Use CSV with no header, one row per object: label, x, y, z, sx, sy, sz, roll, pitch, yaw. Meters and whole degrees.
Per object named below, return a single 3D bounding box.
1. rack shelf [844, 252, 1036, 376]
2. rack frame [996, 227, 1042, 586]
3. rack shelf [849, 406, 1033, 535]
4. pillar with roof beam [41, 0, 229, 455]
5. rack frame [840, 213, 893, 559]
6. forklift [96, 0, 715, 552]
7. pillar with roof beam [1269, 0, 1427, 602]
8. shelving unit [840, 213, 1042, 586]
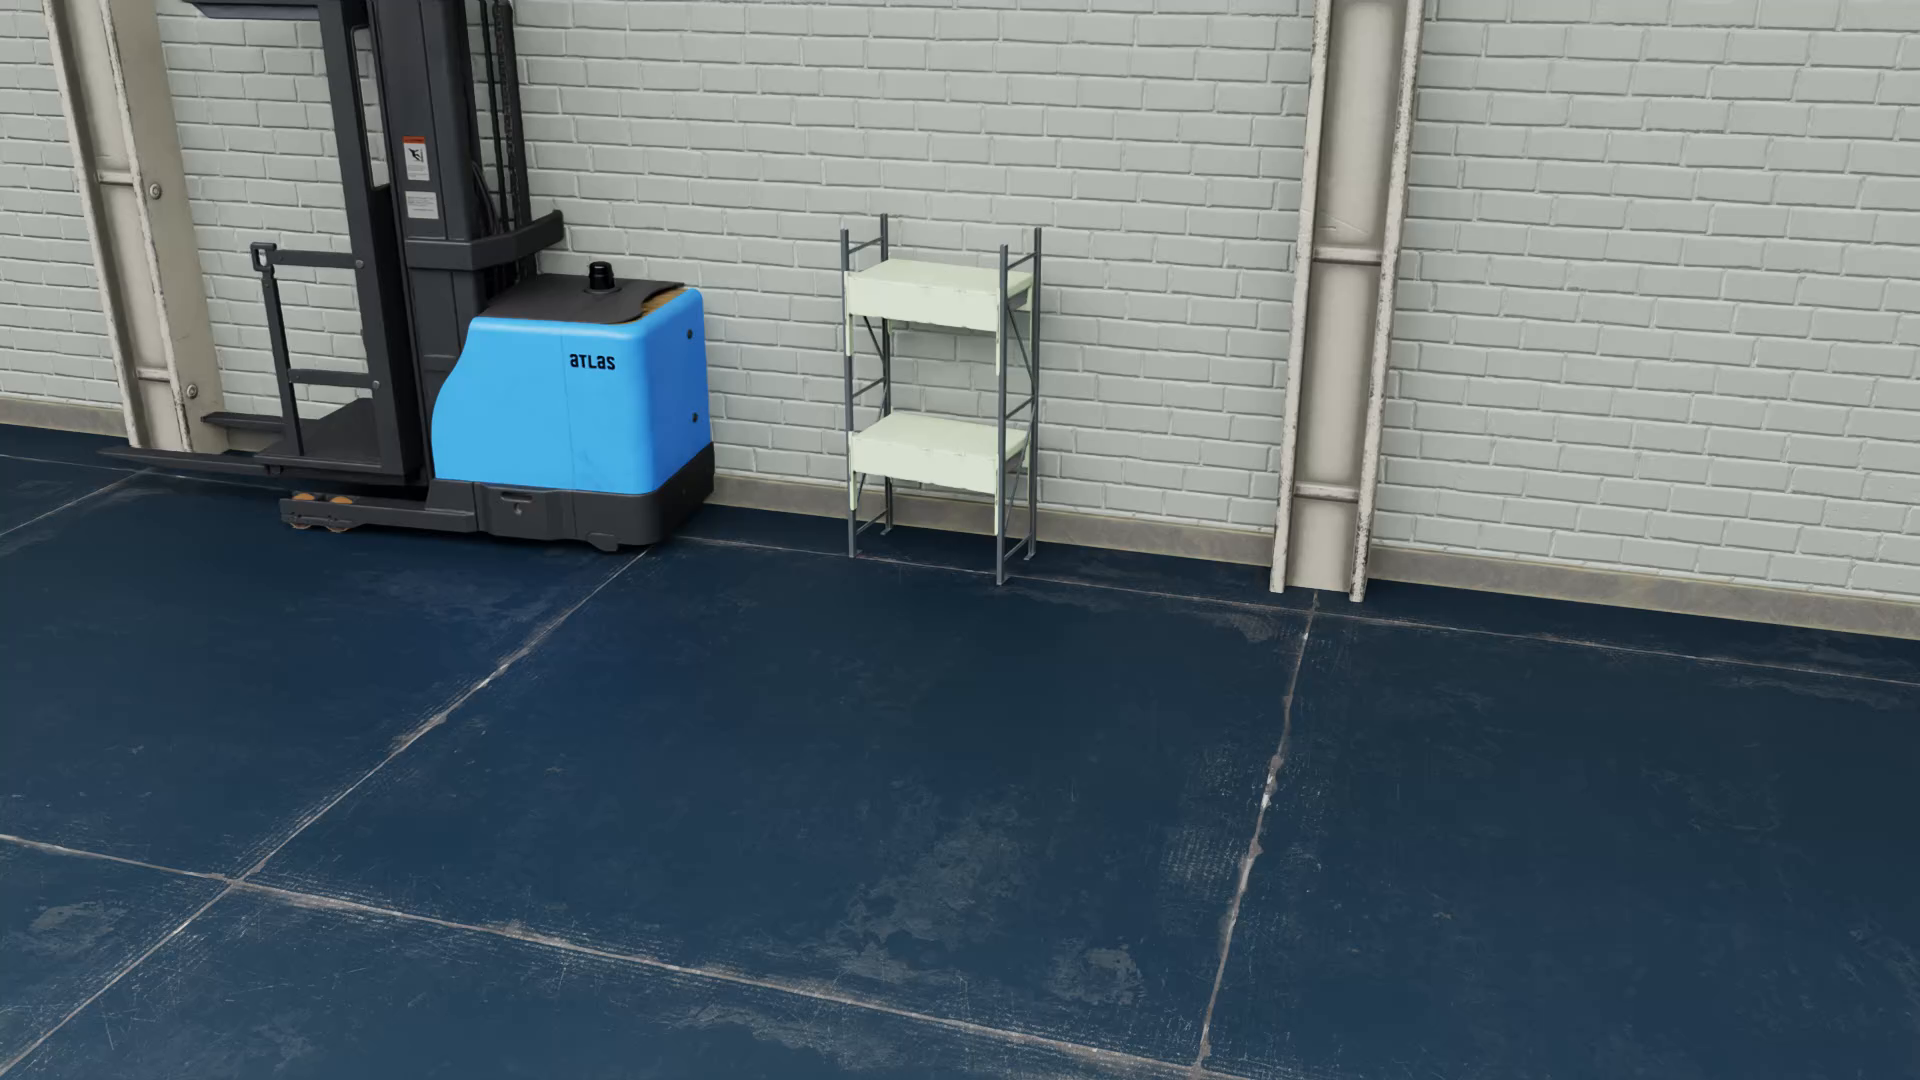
rack shelf,-0.079,-0.983,7.161,0.720,0.370,0.431,10,24,23
rack frame,0.254,-0.563,7.167,0.023,1.500,0.400,10,24,23
rack shelf,-0.079,-0.320,7.433,0.720,0.370,0.431,10,24,23
pillar with roof beam,-5.408,-3.068,3.391,0.400,9.000,9.100,7,23,16
rack frame,-0.411,-0.680,7.450,0.023,1.500,0.400,10,24,23
forklift,-2.736,-1.579,7.758,3.031,2.935,1.130,5,23,12
pillar with roof beam,0.336,-2.410,1.788,0.400,9.000,9.100,7,23,16
shelving unit,-0.079,-0.622,7.309,0.755,1.500,0.431,10,24,23
